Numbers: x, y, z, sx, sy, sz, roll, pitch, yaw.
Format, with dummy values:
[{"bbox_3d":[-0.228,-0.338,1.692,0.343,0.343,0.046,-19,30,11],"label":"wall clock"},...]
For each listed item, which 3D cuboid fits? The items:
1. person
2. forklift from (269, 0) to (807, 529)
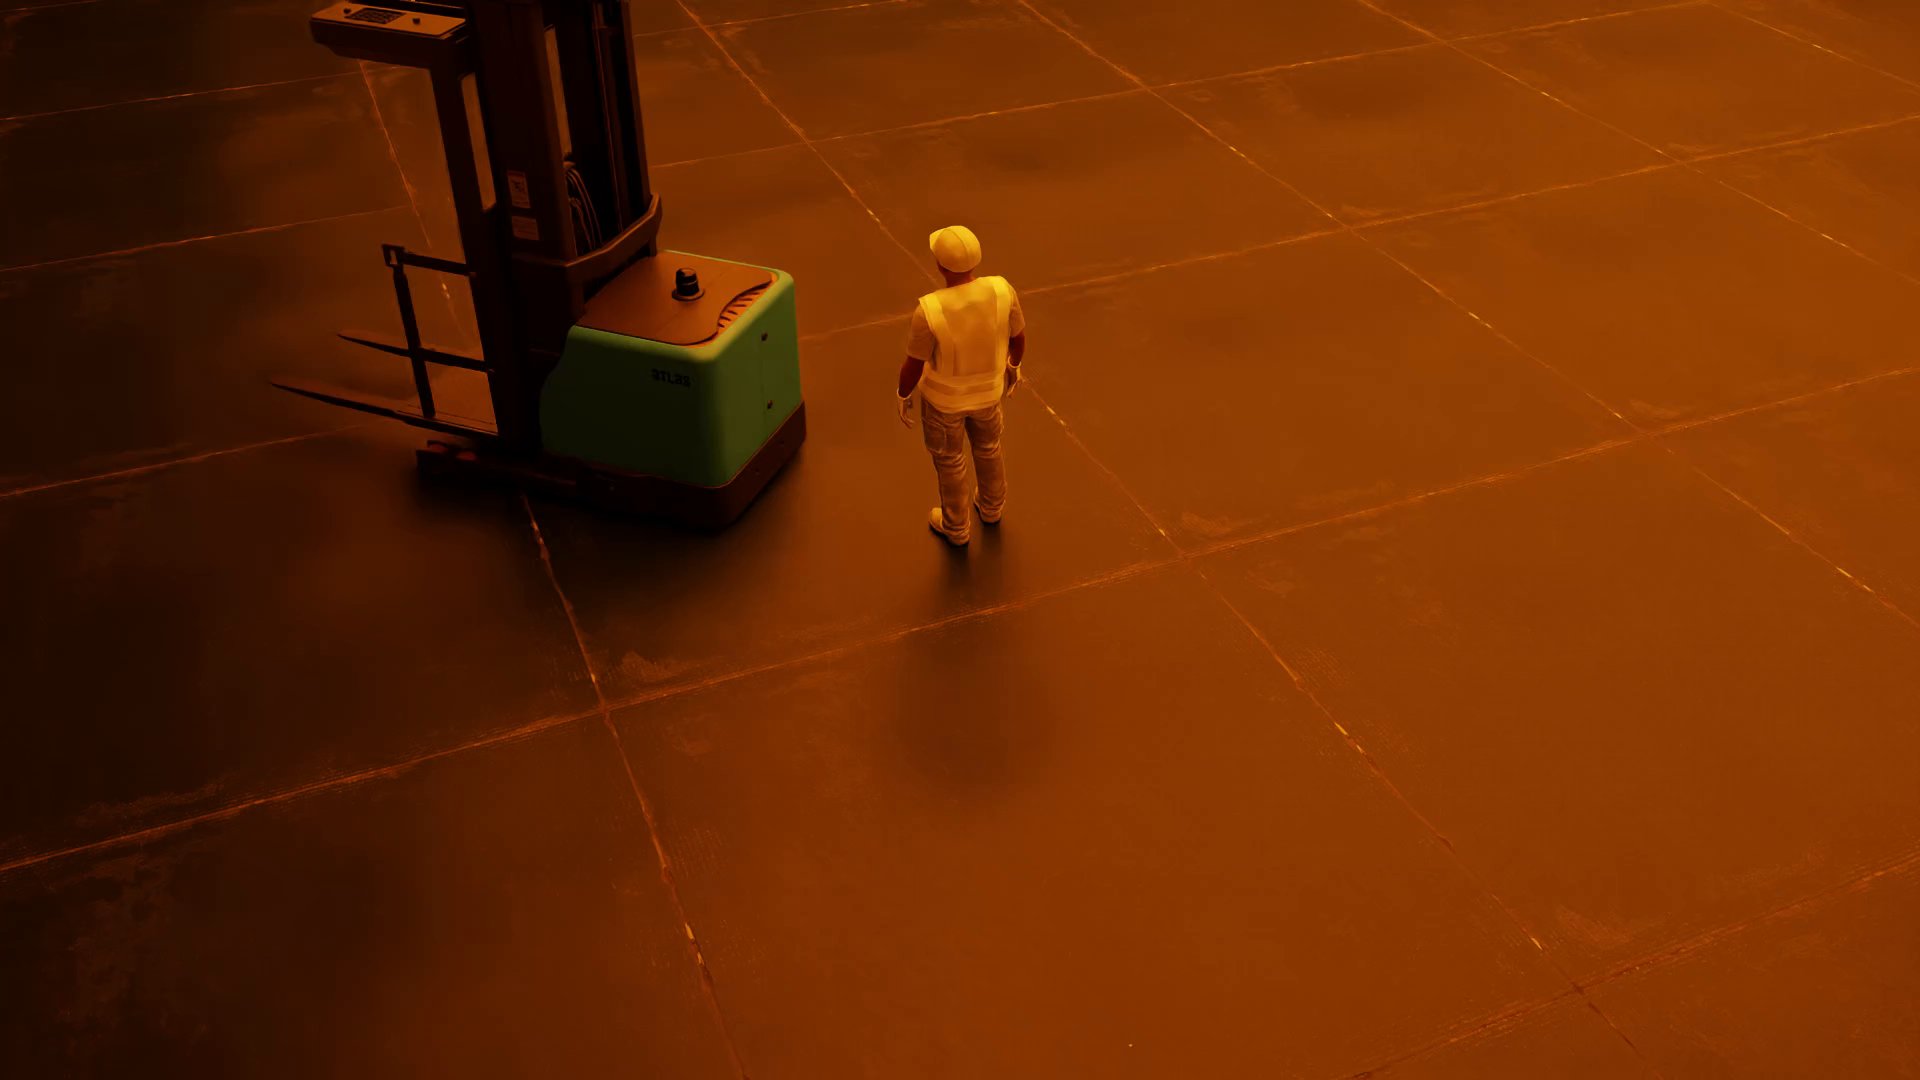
[{"bbox_3d":[-0.020,-0.773,8.163,0.656,1.781,0.577,-14,38,-19],"label":"person"},{"bbox_3d":[-2.430,-1.785,8.609,3.031,2.935,1.130,13,37,17],"label":"forklift"}]
